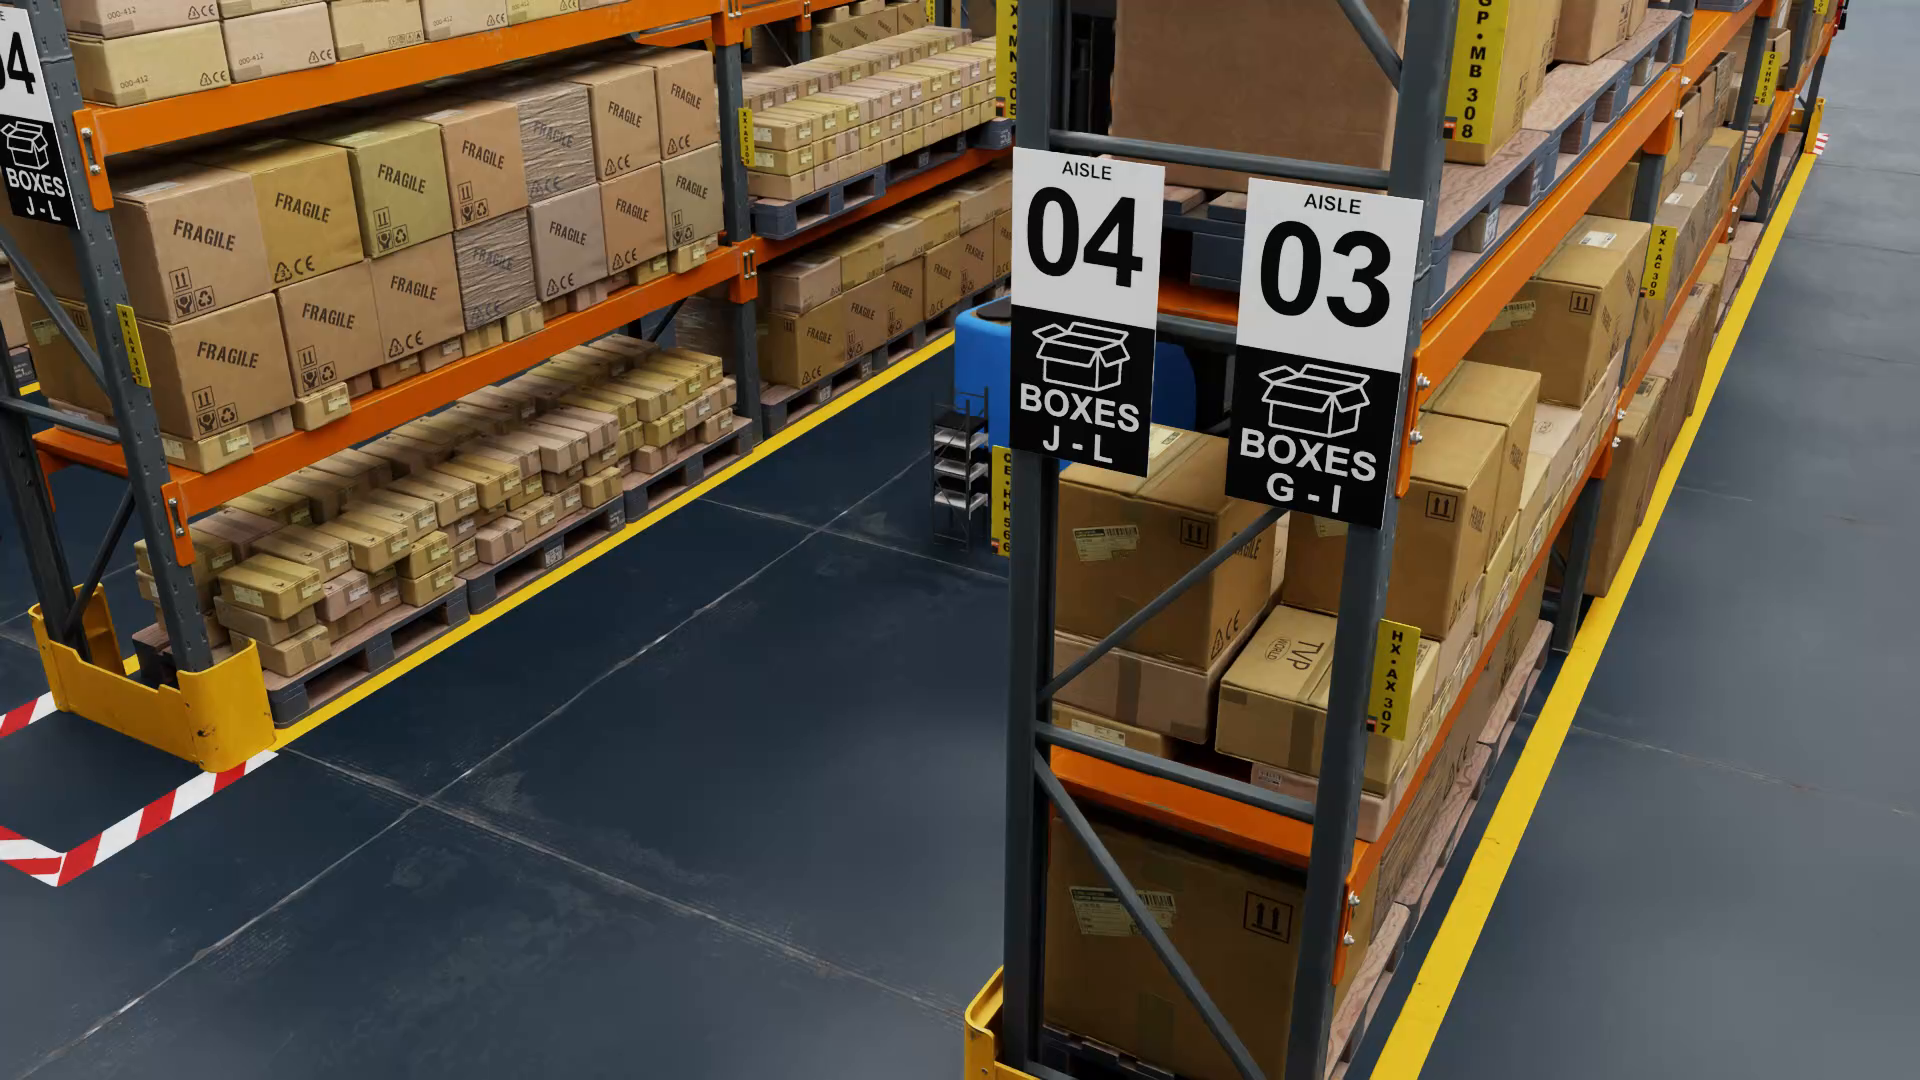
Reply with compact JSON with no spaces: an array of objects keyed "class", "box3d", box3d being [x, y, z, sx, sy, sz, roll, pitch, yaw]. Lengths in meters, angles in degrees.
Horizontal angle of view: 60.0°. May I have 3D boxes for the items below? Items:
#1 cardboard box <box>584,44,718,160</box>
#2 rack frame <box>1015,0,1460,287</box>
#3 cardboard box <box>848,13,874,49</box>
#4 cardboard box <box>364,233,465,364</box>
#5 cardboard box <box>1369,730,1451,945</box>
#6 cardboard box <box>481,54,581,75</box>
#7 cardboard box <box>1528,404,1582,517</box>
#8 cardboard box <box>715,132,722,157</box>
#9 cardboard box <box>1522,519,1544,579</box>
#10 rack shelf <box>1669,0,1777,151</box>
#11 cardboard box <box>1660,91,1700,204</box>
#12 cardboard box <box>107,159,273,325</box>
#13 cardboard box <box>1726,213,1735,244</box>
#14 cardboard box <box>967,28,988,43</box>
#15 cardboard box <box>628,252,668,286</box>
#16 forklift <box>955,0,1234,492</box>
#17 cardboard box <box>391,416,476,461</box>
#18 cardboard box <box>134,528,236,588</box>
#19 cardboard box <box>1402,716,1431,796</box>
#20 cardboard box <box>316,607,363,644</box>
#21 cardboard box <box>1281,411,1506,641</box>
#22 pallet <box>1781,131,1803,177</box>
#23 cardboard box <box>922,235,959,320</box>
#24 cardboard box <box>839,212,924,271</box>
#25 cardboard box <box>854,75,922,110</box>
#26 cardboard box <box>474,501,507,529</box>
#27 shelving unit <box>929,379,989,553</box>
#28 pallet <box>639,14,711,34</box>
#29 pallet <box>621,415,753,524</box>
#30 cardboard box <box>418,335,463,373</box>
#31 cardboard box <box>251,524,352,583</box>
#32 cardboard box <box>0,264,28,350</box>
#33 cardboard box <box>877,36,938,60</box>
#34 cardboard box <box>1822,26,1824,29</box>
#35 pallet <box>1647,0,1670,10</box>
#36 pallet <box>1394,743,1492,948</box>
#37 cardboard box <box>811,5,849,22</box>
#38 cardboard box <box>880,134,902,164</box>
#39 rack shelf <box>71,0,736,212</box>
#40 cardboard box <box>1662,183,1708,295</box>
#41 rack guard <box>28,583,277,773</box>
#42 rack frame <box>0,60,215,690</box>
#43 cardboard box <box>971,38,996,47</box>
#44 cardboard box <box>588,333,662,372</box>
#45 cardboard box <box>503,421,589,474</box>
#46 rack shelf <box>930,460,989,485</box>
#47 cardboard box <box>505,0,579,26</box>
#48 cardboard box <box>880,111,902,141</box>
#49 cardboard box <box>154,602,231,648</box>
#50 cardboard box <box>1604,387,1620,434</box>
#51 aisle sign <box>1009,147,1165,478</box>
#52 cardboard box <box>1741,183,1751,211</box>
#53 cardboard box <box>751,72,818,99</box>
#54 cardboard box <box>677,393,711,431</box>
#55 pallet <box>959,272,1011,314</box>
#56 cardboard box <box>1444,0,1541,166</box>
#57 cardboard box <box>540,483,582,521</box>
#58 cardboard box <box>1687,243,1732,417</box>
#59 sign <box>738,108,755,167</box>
[{"class":"cardboard box","box3d":[-1.699,-2.424,9.180,0.500,0.500,0.500,13,29,24]},{"class":"rack frame","box3d":[0.597,-2.034,3.260,1.000,3.000,0.127,14,30,26]},{"class":"cardboard box","box3d":[-1.349,-5.885,19.421,0.500,0.500,0.500,16,31,28]},{"class":"cardboard box","box3d":[-2.717,-1.177,7.806,0.500,0.500,0.500,15,30,27]},{"class":"cardboard box","box3d":[1.290,0.790,6.226,0.875,0.875,0.875,14,30,26]},{"class":"cardboard box","box3d":[-2.379,-2.339,9.010,0.500,0.500,0.500,13,29,25]},{"class":"cardboard box","box3d":[2.073,-0.345,6.423,0.500,0.250,0.500,15,30,27]},{"class":"cardboard box","box3d":[-1.680,-2.449,10.270,0.380,0.149,0.250,15,30,28]},{"class":"cardboard box","box3d":[1.942,-0.007,6.193,0.380,0.149,0.250,15,30,27]},{"class":"rack shelf","box3d":[3.549,-2.709,8.764,1.077,0.370,4.000,14,30,26]},{"class":"cardboard box","box3d":[3.512,-2.165,8.991,0.797,0.503,0.637,15,30,28]},{"class":"cardboard box","box3d":[-3.219,-1.224,6.783,0.500,0.500,0.500,14,30,26]},{"class":"cardboard box","box3d":[5.929,-2.690,13.575,0.700,0.500,0.500,14,30,26]},{"class":"cardboard box","box3d":[0.252,-3.880,13.538,0.500,0.500,0.500,14,30,26]},{"class":"cardboard box","box3d":[-1.856,-1.551,9.278,0.380,0.149,0.250,15,30,28]},{"class":"forklift","box3d":[1.308,-1.981,9.933,1.130,2.935,3.031,22,34,36]},{"class":"cardboard box","box3d":[-2.844,-0.529,9.006,0.380,0.149,0.250,14,30,26]},{"class":"cardboard box","box3d":[-3.632,0.076,7.798,0.380,0.149,0.250,15,30,27]},{"class":"cardboard box","box3d":[1.184,0.595,4.991,0.380,0.149,0.250,14,30,25]},{"class":"cardboard box","box3d":[-3.077,0.351,7.914,0.380,0.149,0.250,14,30,26]},{"class":"cardboard box","box3d":[1.314,-0.075,5.046,0.500,0.500,0.500,13,30,25]},{"class":"pallet","box3d":[8.000,-4.001,17.007,1.003,0.211,1.213,14,30,26]},{"class":"cardboard box","box3d":[-0.337,-1.945,12.108,0.500,0.500,0.500,13,29,24]},{"class":"cardboard box","box3d":[-0.596,-2.083,11.545,0.500,0.250,0.500,15,30,28]},{"class":"cardboard box","box3d":[-0.474,-2.939,10.918,0.380,0.149,0.250,15,30,28]},{"class":"cardboard box","box3d":[-2.597,-0.201,8.683,0.380,0.149,0.250,16,31,29]},{"class":"shelving unit","box3d":[-0.004,-0.399,9.042,0.258,0.900,0.210,14,30,26]},{"class":"pallet","box3d":[-3.157,-5.346,16.793,1.003,0.211,1.213,14,30,26]},{"class":"pallet","box3d":[-2.003,-0.525,10.063,1.003,0.211,1.213,14,30,26]},{"class":"cardboard box","box3d":[-2.650,-0.947,8.072,0.380,0.149,0.250,14,30,25]},{"class":"cardboard box","box3d":[-3.087,0.075,7.800,0.380,0.149,0.250,15,30,27]},{"class":"cardboard box","box3d":[-6.905,-1.564,11.417,0.875,0.438,0.875,13,29,25]},{"class":"cardboard box","box3d":[-0.386,-3.605,12.247,0.380,0.149,0.250,14,30,26]},{"class":"cardboard box","box3d":[8.306,-5.112,16.391,0.380,0.149,0.250,14,30,26]},{"class":"pallet","box3d":[2.973,-2.534,7.824,0.805,0.209,1.217,13,29,24]},{"class":"pallet","box3d":[1.524,1.093,6.830,1.003,0.211,1.213,14,30,26]},{"class":"cardboard box","box3d":[-1.488,-6.000,18.924,0.380,0.149,0.250,15,30,27]},{"class":"cardboard box","box3d":[-0.602,-2.572,10.849,0.380,0.149,0.250,13,29,24]},{"class":"rack shelf","box3d":[-2.687,-2.282,7.910,1.077,0.370,4.000,14,30,26]},{"class":"cardboard box","box3d":[3.752,-1.673,9.128,0.500,0.500,0.500,15,30,27]},{"class":"rack guard","box3d":[-3.634,0.605,7.482,1.175,0.500,0.348,14,30,26]},{"class":"rack frame","box3d":[-3.671,-0.483,6.863,1.000,3.000,0.127,14,30,26]},{"class":"cardboard box","box3d":[0.297,-3.553,12.143,0.380,0.149,0.250,14,30,25]},{"class":"cardboard box","box3d":[-2.053,-1.132,10.211,0.380,0.149,0.250,16,31,28]},{"class":"cardboard box","box3d":[-2.230,-0.500,8.949,0.380,0.149,0.250,13,29,24]},{"class":"rack shelf","box3d":[-0.004,-0.369,9.057,0.258,0.077,0.200,14,30,26]},{"class":"cardboard box","box3d":[-2.215,-2.675,8.059,0.500,0.250,0.500,14,30,25]},{"class":"cardboard box","box3d":[-0.599,-2.711,10.795,0.380,0.149,0.250,16,31,28]},{"class":"cardboard box","box3d":[-3.594,0.353,7.909,0.380,0.149,0.250,15,30,27]},{"class":"cardboard box","box3d":[2.700,-0.607,7.392,0.380,0.149,0.250,14,30,26]},{"class":"aisle sign","box3d":[0.301,-0.552,4.097,0.394,0.787,0.004,14,30,26]},{"class":"cardboard box","box3d":[6.732,-3.245,14.705,0.500,0.500,0.500,13,29,25]},{"class":"cardboard box","box3d":[-1.163,-2.985,11.009,0.380,0.149,0.250,13,29,24]},{"class":"cardboard box","box3d":[-1.704,-0.787,9.854,0.380,0.149,0.250,13,29,24]},{"class":"pallet","box3d":[-0.122,-2.049,13.108,1.003,0.211,1.213,14,30,26]},{"class":"cardboard box","box3d":[1.188,-1.377,4.606,0.700,0.500,0.500,13,29,24]},{"class":"cardboard box","box3d":[-2.296,-0.236,9.087,0.380,0.149,0.250,15,30,27]},{"class":"cardboard box","box3d":[4.175,-1.442,10.685,1.225,0.875,0.875,13,29,24]},{"class":"sign","box3d":[-1.227,-2.312,9.551,0.100,0.325,0.005,14,30,26]}]
